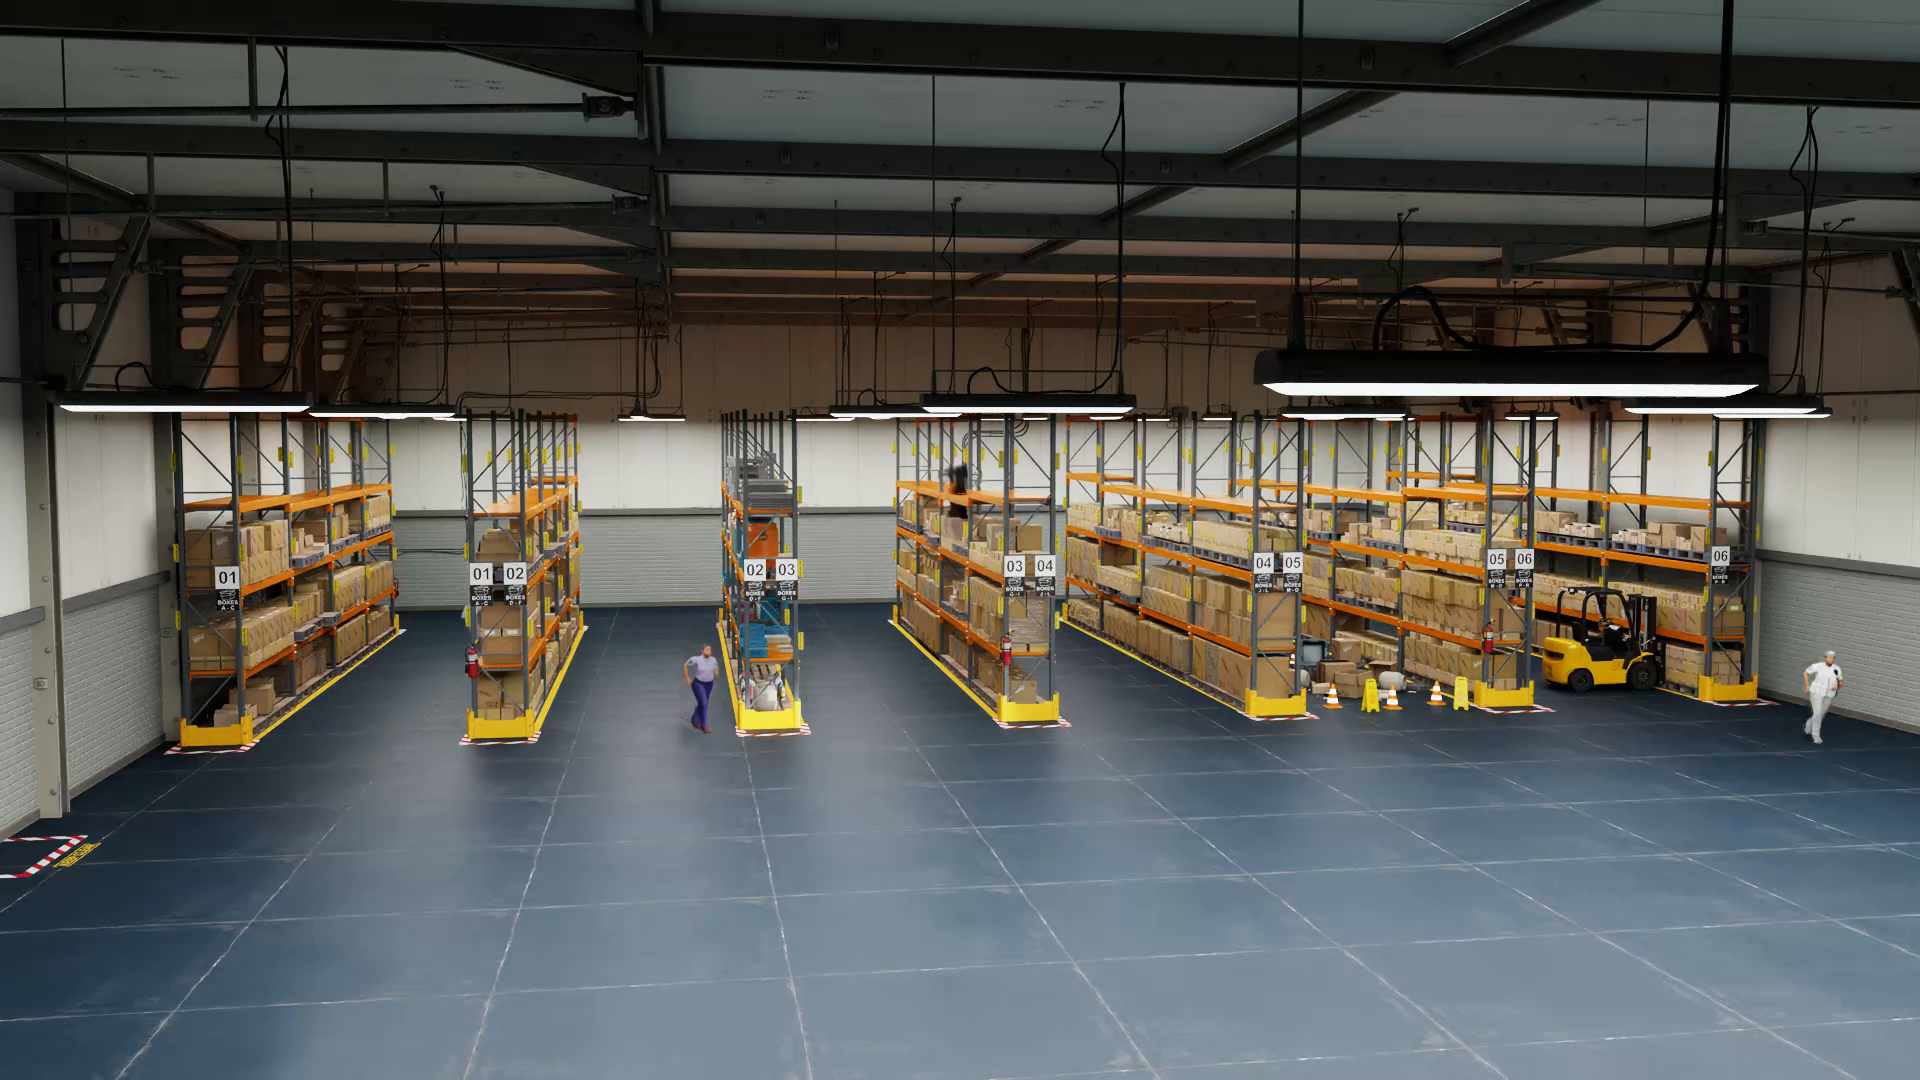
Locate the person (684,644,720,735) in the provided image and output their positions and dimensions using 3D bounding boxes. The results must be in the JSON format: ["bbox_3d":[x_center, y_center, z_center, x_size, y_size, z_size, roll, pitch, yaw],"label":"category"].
[{"bbox_3d":[-4.767,2.735,30.871,0.608,1.615,0.881,-4,5,-42],"label":"person"}]

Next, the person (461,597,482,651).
[{"bbox_3d":[-11.714,2.109,40.009,0.507,1.609,0.861,-1,4,-9],"label":"person"}]

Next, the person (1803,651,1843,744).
[{"bbox_3d":[15.636,2.812,30.087,0.642,1.641,0.831,0,4,3],"label":"person"}]
